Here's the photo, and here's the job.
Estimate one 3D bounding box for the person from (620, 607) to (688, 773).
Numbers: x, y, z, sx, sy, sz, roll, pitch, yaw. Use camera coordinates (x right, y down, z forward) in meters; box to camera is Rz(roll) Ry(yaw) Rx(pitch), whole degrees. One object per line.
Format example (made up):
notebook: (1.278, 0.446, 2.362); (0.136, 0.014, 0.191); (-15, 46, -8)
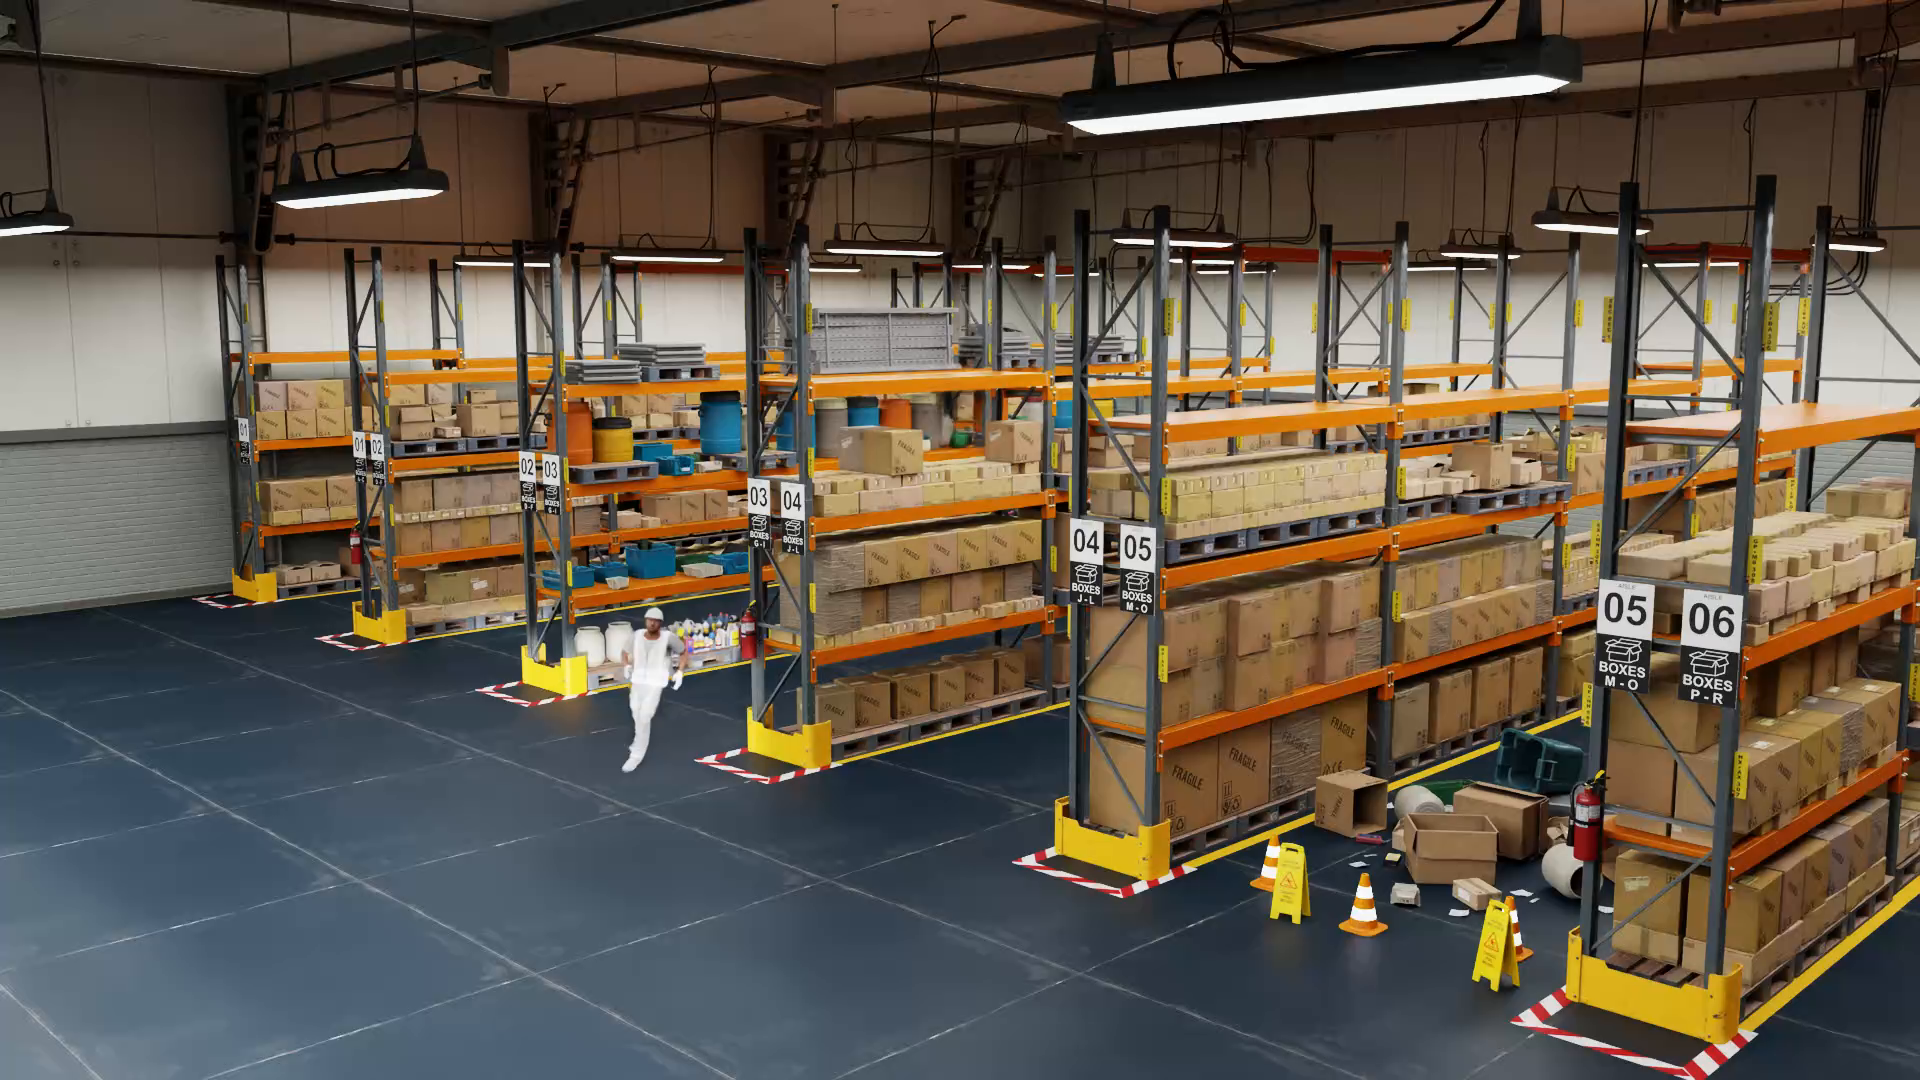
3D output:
person: (-3.502, 1.642, 18.736); (0.746, 1.789, 0.896); (2, 8, 13)

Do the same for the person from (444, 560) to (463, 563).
person: (-8.569, 0.310, 28.248); (0.703, 1.735, 0.747); (7, 11, 41)
